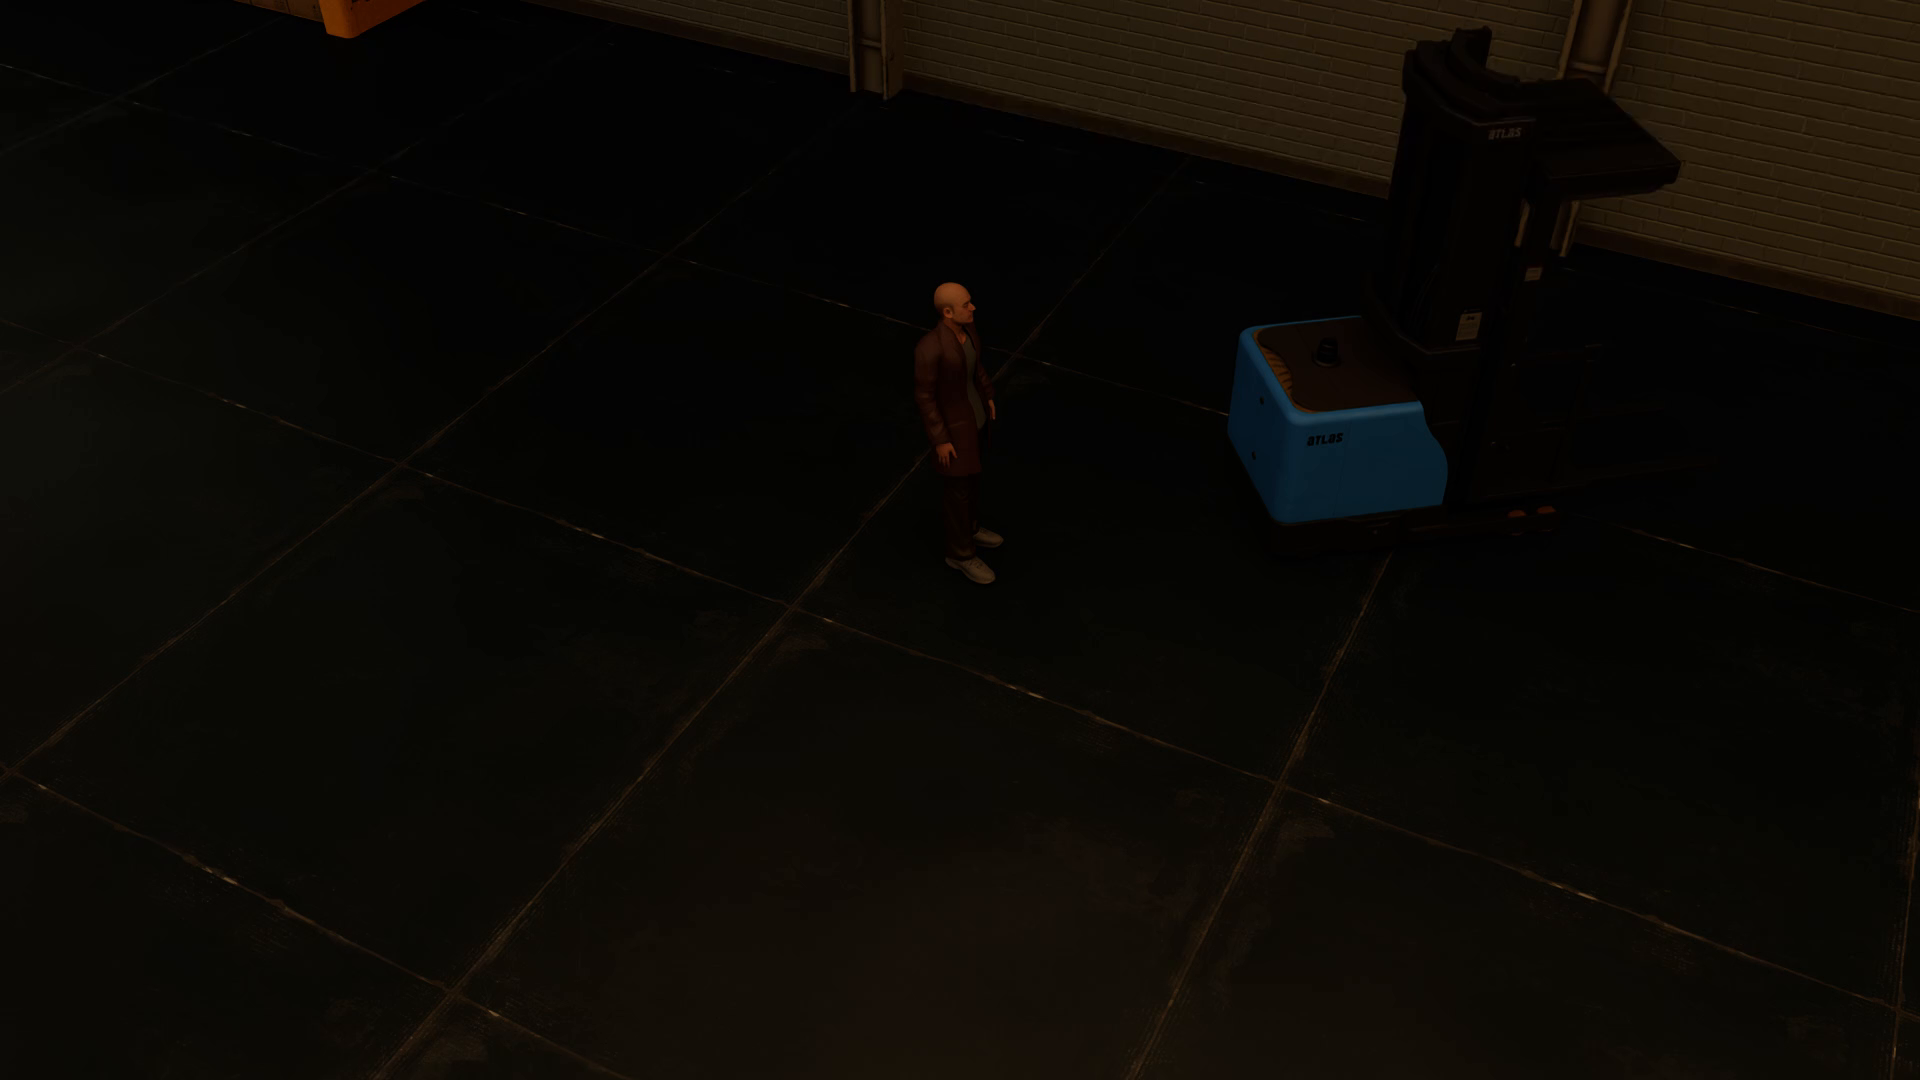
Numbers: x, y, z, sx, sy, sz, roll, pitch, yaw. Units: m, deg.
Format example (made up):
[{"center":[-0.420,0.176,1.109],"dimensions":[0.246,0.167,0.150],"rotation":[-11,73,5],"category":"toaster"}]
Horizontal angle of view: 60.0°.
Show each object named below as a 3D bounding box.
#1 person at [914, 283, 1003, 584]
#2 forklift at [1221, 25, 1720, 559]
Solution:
[{"center":[0.080,-0.579,9.715],"dimensions":[0.579,1.576,0.696],"rotation":[18,43,21],"category":"person"},{"center":[3.255,-1.475,9.737],"dimensions":[3.031,2.935,1.130],"rotation":[-7,41,-8],"category":"forklift"}]
